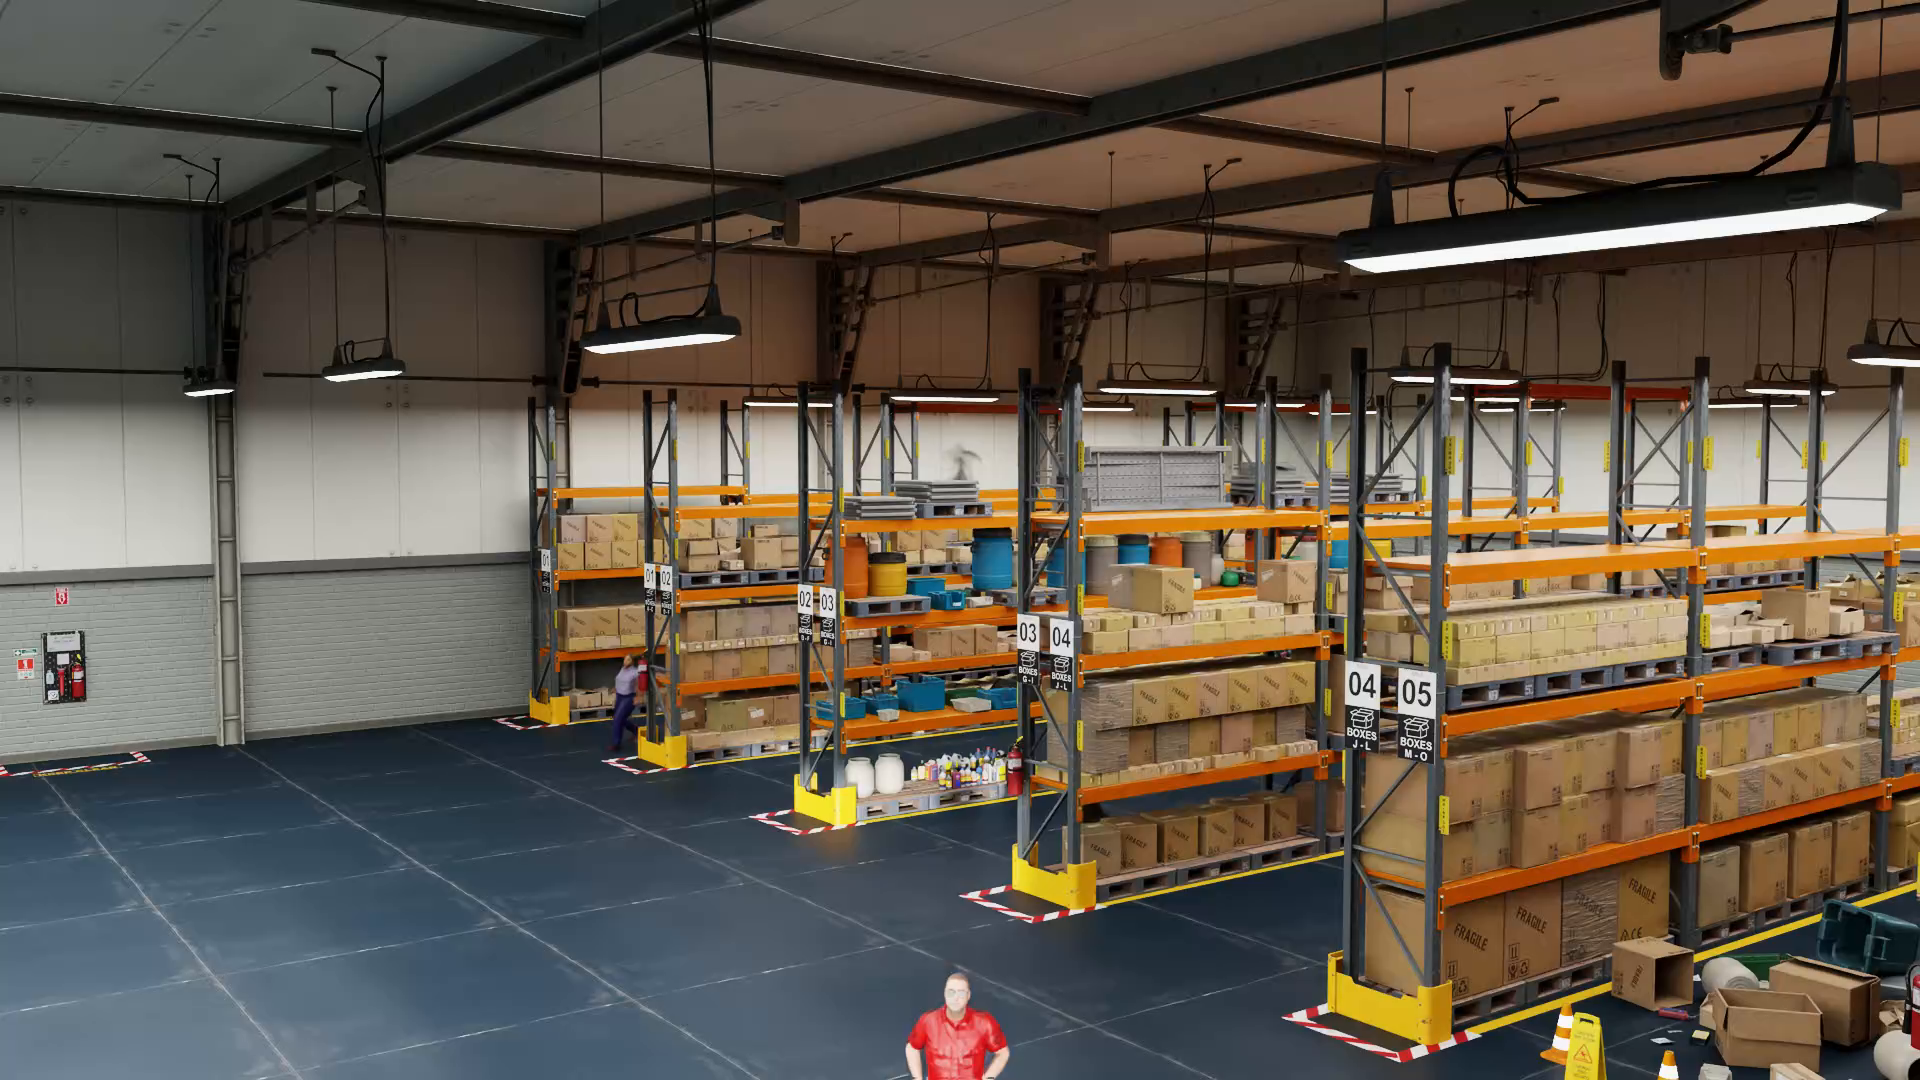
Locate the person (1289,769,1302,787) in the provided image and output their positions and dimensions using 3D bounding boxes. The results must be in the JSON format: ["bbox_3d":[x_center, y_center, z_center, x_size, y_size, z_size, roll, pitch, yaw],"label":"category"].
[{"bbox_3d":[5.241,2.838,25.125,0.880,1.719,0.662,-3,5,-43],"label":"person"}]

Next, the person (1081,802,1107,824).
[{"bbox_3d":[1.659,3.031,21.005,0.865,1.846,0.677,-3,4,-38],"label":"person"}]

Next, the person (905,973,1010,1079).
[{"bbox_3d":[-0.023,3.671,10.882,0.690,1.693,0.703,0,3,4],"label":"person"}]

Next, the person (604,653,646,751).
[{"bbox_3d":[-5.608,2.716,28.001,0.661,1.619,0.771,3,5,43],"label":"person"}]
